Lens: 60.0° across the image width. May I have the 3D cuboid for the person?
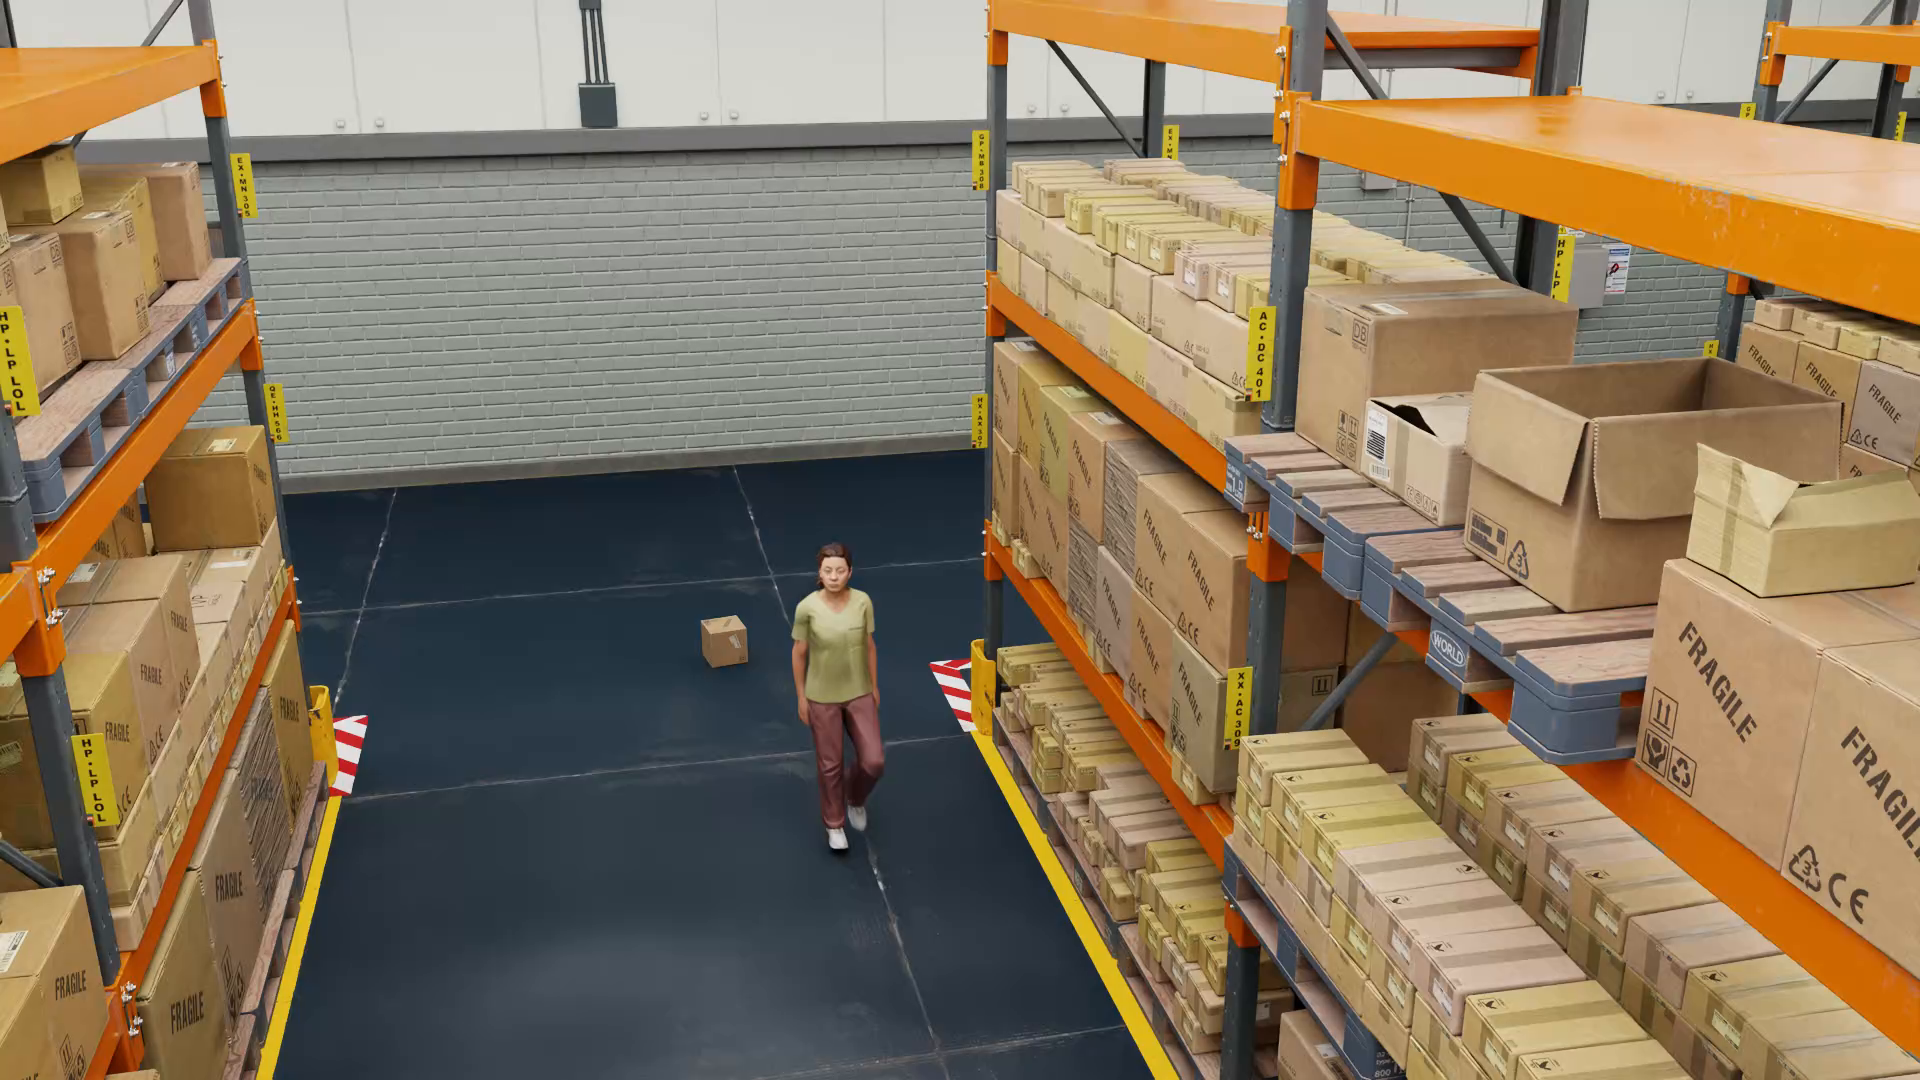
[{"bbox_3d":[-0.630,0.831,8.691,0.463,1.658,0.477,-5,20,-13],"label":"person"}]
